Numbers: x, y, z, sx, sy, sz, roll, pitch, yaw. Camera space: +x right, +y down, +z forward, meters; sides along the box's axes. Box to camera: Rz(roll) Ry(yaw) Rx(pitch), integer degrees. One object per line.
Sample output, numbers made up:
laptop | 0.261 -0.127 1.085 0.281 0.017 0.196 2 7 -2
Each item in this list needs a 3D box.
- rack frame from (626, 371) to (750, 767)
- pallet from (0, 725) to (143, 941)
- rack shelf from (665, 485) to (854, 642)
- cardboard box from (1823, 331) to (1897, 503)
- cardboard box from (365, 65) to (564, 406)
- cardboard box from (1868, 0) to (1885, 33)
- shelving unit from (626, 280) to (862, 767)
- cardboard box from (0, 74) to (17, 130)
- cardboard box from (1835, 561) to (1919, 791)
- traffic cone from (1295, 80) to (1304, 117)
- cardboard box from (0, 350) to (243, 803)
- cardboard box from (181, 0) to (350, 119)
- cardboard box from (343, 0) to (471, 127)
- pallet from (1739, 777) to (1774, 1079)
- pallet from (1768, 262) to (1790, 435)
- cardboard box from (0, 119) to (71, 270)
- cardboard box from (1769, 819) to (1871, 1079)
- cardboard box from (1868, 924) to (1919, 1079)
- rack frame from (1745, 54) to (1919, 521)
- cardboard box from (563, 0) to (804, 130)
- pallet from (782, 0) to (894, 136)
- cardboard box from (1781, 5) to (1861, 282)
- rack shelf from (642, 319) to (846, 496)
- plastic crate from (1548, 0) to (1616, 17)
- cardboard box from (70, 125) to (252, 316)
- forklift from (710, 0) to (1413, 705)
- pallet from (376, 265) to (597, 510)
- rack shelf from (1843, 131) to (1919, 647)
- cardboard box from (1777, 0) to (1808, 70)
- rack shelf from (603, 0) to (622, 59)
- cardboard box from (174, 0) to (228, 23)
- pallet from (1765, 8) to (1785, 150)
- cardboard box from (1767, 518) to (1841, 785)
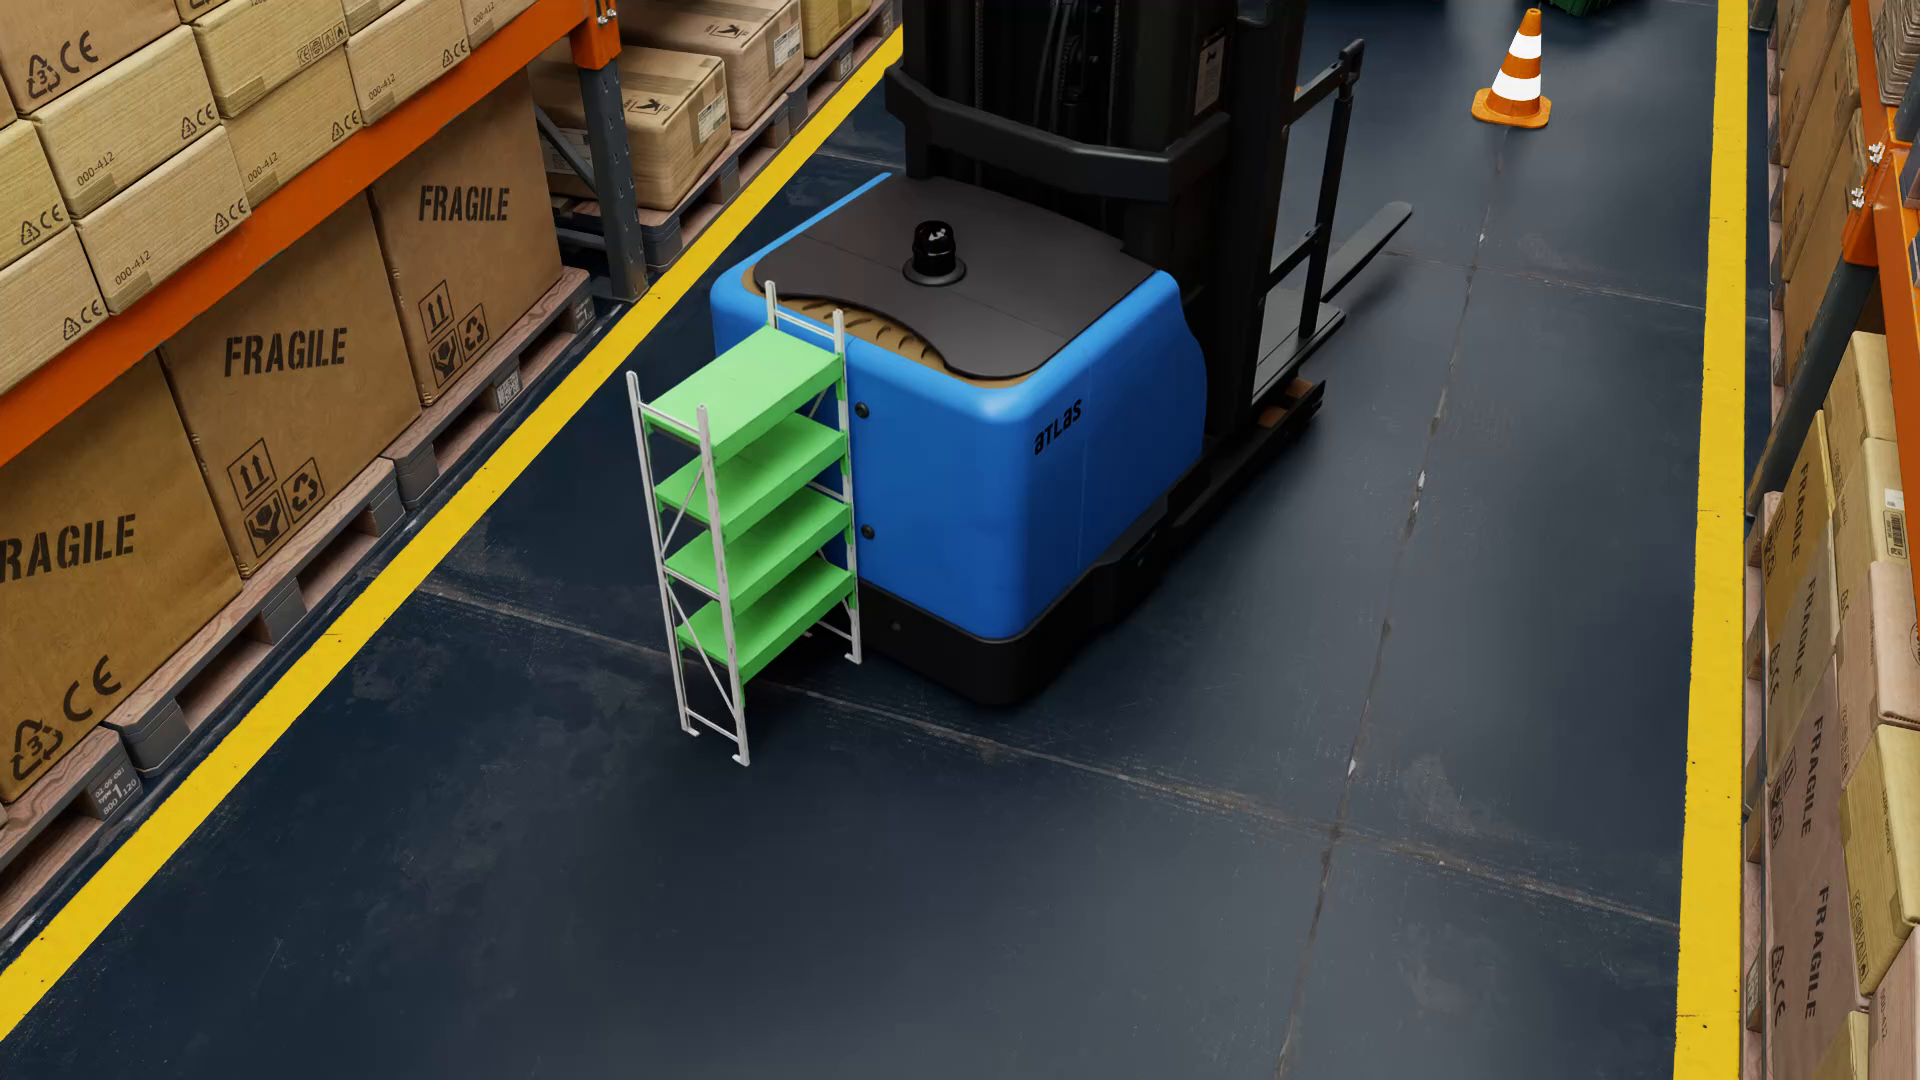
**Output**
rack frame | -0.673 0.112 4.194 0.240 1.200 0.015 25 47 27
pallet | -2.854 0.840 4.103 1.003 0.211 1.213 13 42 15
rack shelf | -0.530 0.033 4.386 0.258 0.148 0.480 25 47 27
cardboard box | 2.544 -0.264 4.273 0.500 0.250 0.500 11 42 13
cardboard box | -1.993 -1.122 5.568 0.875 0.875 0.875 13 42 15
cardboard box | 3.081 -1.813 4.986 0.500 0.500 0.500 13 42 15
shelving unit | -0.530 -0.016 4.344 0.258 1.200 0.503 25 47 27
cardboard box | -2.304 -0.979 3.238 0.500 0.500 0.500 12 42 14
cardboard box | 2.189 0.345 3.560 0.500 0.250 0.500 14 42 15
traffic cone | 1.421 -2.182 7.451 0.336 0.463 0.334 13 42 15
cardboard box | -2.608 -0.034 4.292 0.875 0.875 0.875 14 43 16
cardboard box | -1.934 -1.324 4.222 0.500 0.250 0.500 12 42 14
cardboard box | -1.768 -1.435 4.737 0.500 0.250 0.500 14 42 16
pallet | 2.320 1.142 3.748 1.003 0.211 1.213 13 42 15
pallet | 3.348 -0.540 5.720 1.003 0.211 1.213 13 42 15
cardboard box | -2.282 -0.699 3.488 0.500 0.250 0.500 14 42 16
cardboard box | 2.011 0.962 3.413 0.500 0.500 0.500 12 42 14
cardboard box | 1.845 0.988 2.805 0.500 0.250 0.500 15 43 17
rack frame | 3.007 -1.136 4.271 1.000 3.000 0.127 13 42 15
cardboard box | -1.232 -2.128 7.134 0.950 0.372 0.625 13 42 14
pallet | -0.992 -2.330 7.819 1.003 0.211 1.213 13 42 15
cardboard box | 3.596 -1.326 5.903 1.050 0.750 0.750 14 42 16
rack shelf | -0.530 -0.332 4.074 0.258 0.148 0.480 25 47 27
plastic crate | 3.203 -2.925 8.490 0.662 0.188 0.450 -29 58 -29
cardboard box | -2.103 -0.814 4.009 0.500 0.250 0.500 13 42 14
forklift | 0.589 -1.570 4.832 1.130 2.935 3.031 25 47 27
pallet | -2.019 -0.648 5.847 1.003 0.211 1.213 13 42 15
rack shelf | 2.323 0.357 3.075 1.077 0.370 4.000 13 42 15
cardboard box | 4.247 -2.481 7.257 1.050 0.750 0.750 13 42 15
rack shelf | -0.995 -3.120 7.150 1.077 0.370 4.000 13 42 15
cardboard box | -1.954 -1.602 3.970 0.500 0.500 0.500 13 42 15
pallet | 4.182 -2.028 7.464 1.003 0.211 1.213 13 42 15
cardboard box | 2.357 0.337 4.146 0.500 0.500 0.500 14 42 16
